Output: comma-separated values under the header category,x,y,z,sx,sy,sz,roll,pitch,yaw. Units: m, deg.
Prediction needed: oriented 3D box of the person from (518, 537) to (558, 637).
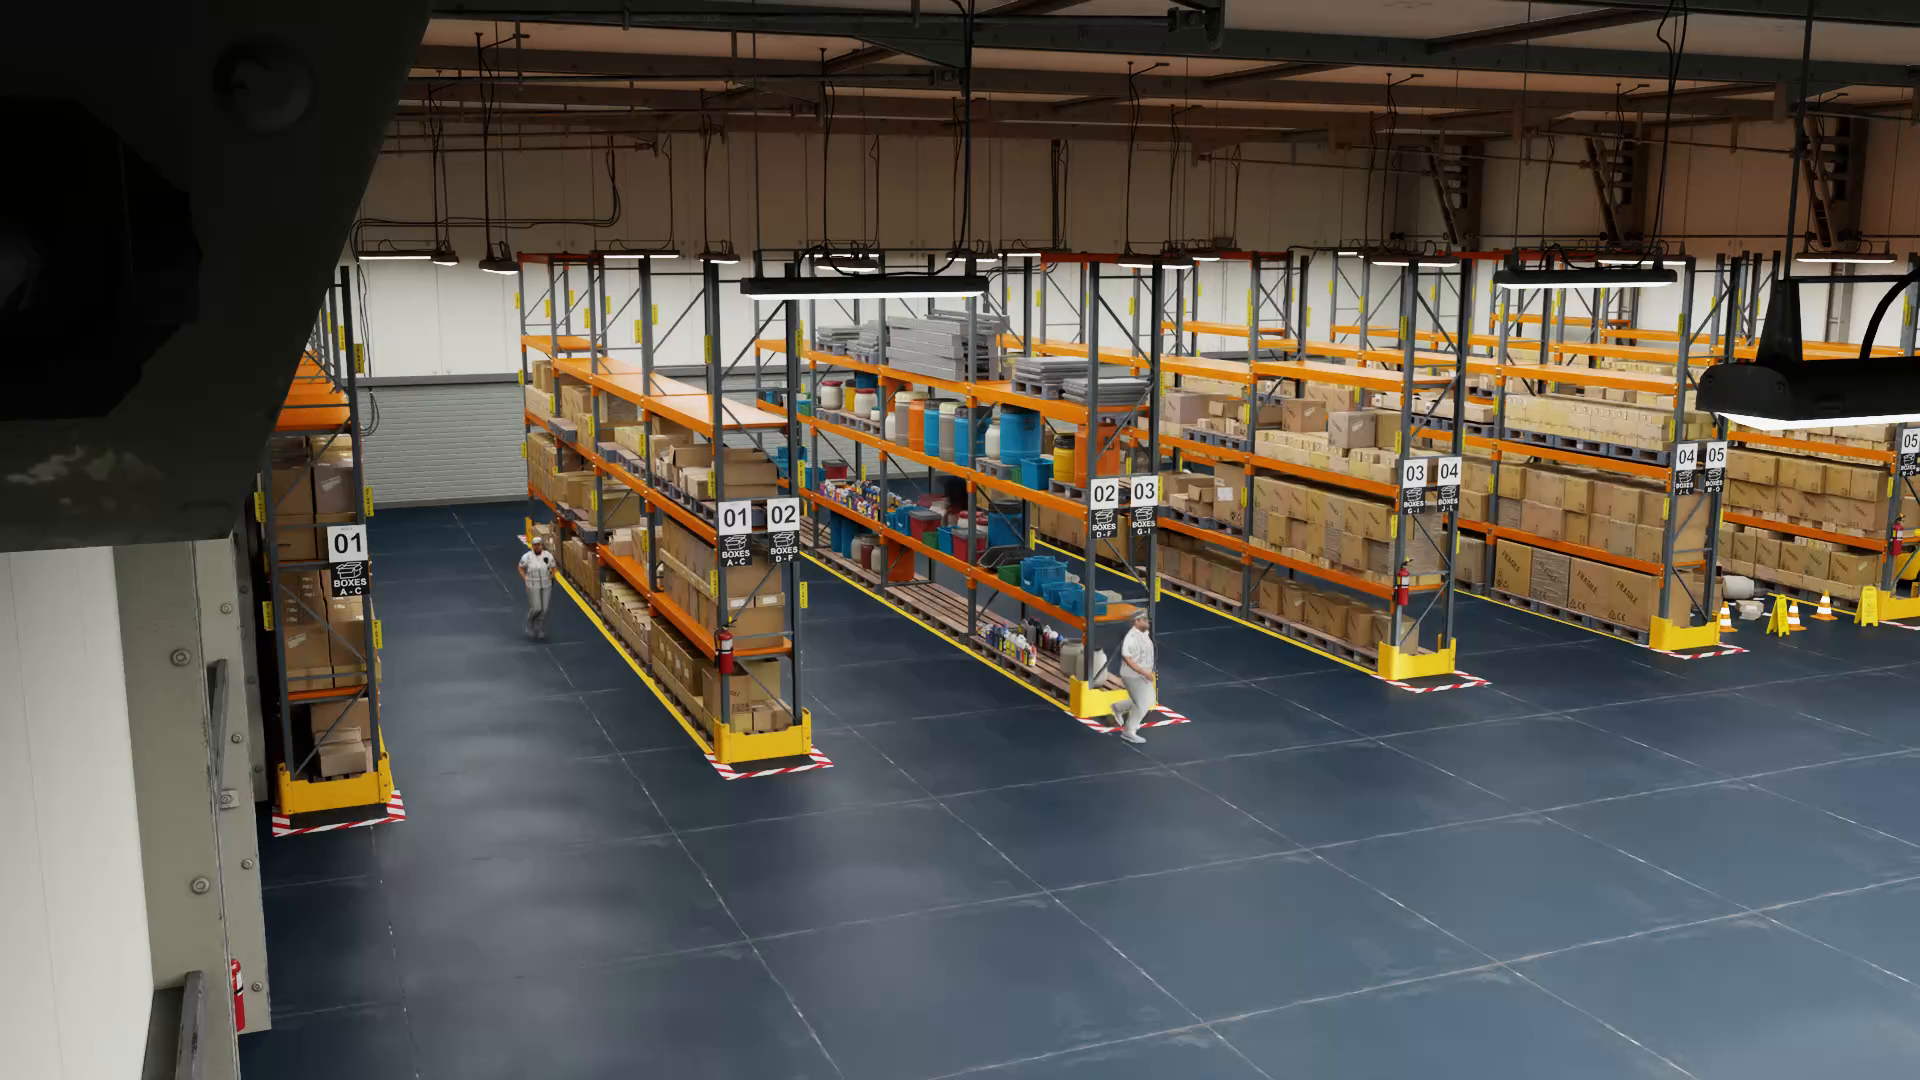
category,x,y,z,sx,sy,sz,roll,pitch,yaw
person,-6.652,0.756,26.351,0.587,1.634,0.583,-5,11,-25

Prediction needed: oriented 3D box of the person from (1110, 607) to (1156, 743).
category,x,y,z,sx,sy,sz,roll,pitch,yaw
person,2.229,1.689,21.039,0.624,1.756,0.690,5,11,23

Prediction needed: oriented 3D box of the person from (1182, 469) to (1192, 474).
category,x,y,z,sx,sy,sz,roll,pitch,yaw
person,4.463,-0.620,33.777,0.675,1.704,0.758,-6,12,-29
